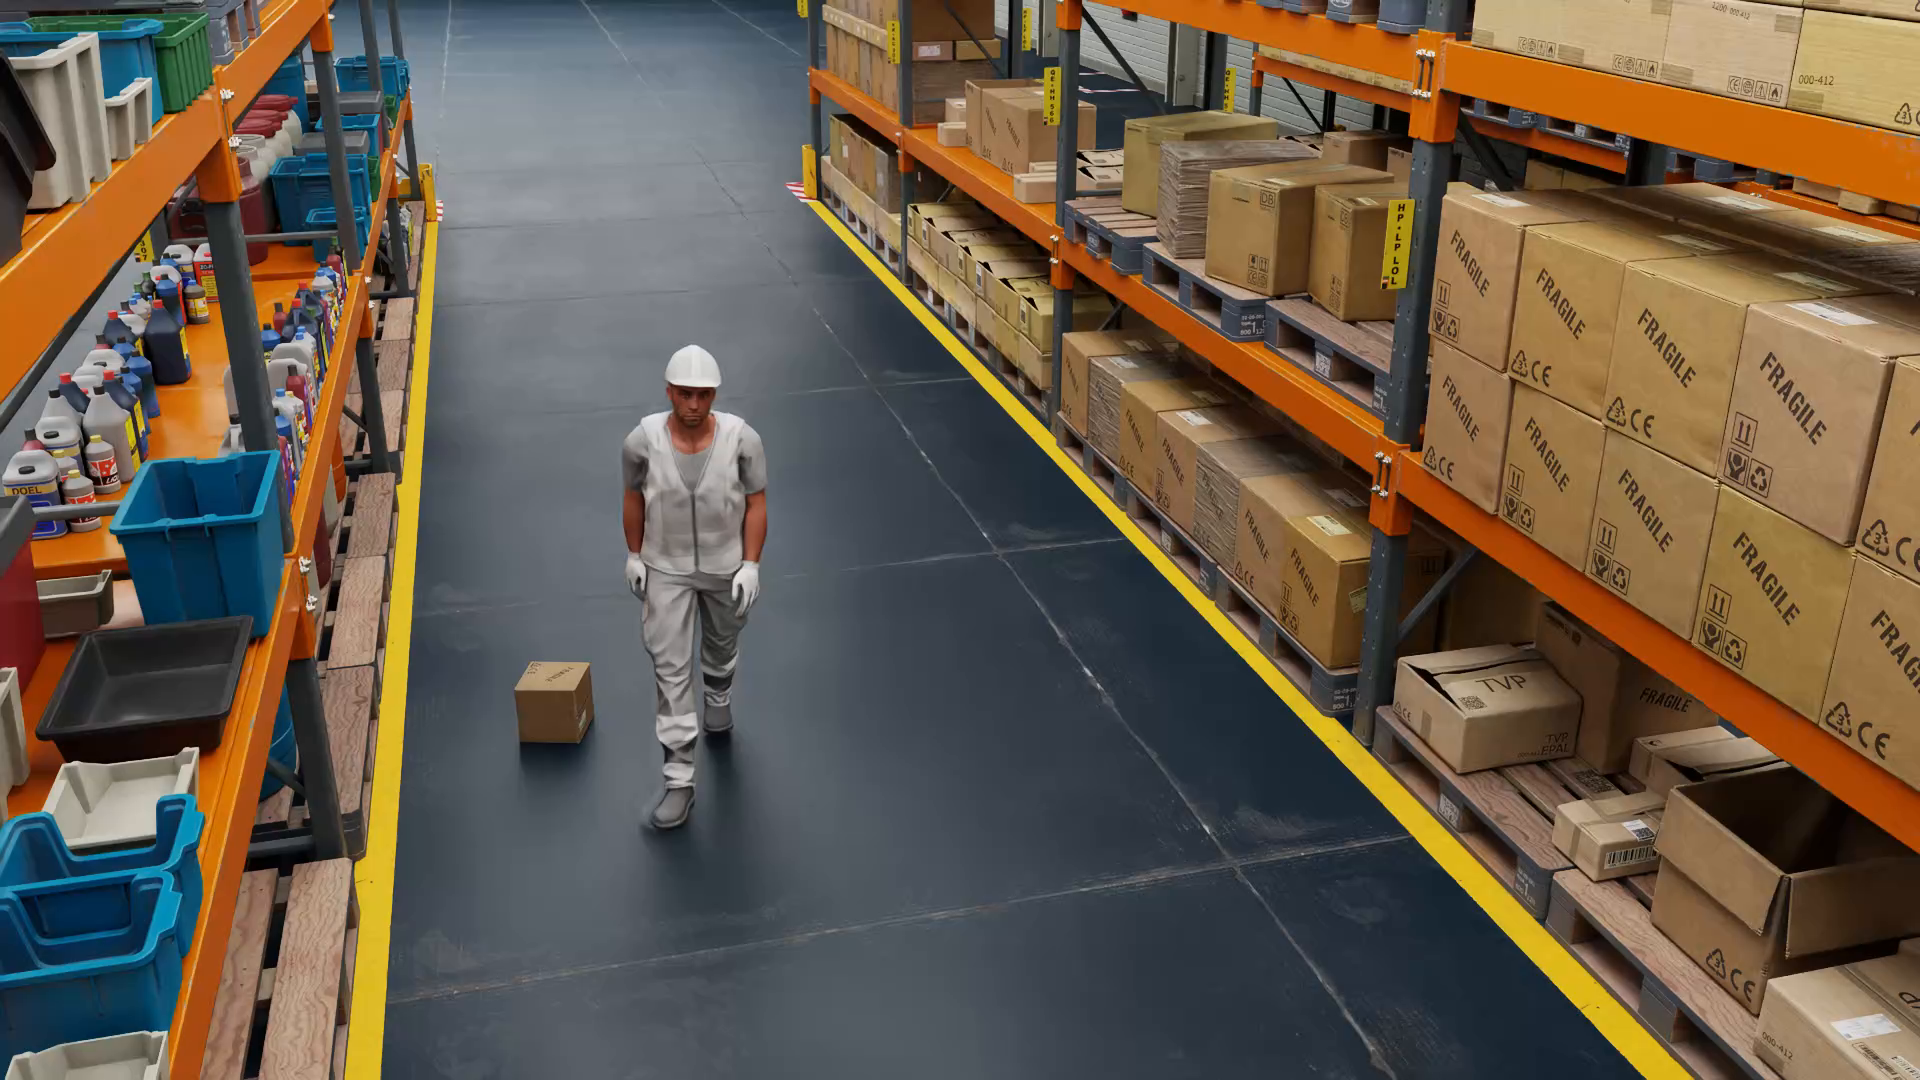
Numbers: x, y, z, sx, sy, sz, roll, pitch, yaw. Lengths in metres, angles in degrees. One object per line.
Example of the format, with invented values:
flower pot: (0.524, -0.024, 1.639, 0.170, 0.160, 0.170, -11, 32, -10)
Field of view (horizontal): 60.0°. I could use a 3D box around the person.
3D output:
person: (-0.986, 0.103, 6.281, 0.552, 1.736, 1.001, -5, 23, -11)
